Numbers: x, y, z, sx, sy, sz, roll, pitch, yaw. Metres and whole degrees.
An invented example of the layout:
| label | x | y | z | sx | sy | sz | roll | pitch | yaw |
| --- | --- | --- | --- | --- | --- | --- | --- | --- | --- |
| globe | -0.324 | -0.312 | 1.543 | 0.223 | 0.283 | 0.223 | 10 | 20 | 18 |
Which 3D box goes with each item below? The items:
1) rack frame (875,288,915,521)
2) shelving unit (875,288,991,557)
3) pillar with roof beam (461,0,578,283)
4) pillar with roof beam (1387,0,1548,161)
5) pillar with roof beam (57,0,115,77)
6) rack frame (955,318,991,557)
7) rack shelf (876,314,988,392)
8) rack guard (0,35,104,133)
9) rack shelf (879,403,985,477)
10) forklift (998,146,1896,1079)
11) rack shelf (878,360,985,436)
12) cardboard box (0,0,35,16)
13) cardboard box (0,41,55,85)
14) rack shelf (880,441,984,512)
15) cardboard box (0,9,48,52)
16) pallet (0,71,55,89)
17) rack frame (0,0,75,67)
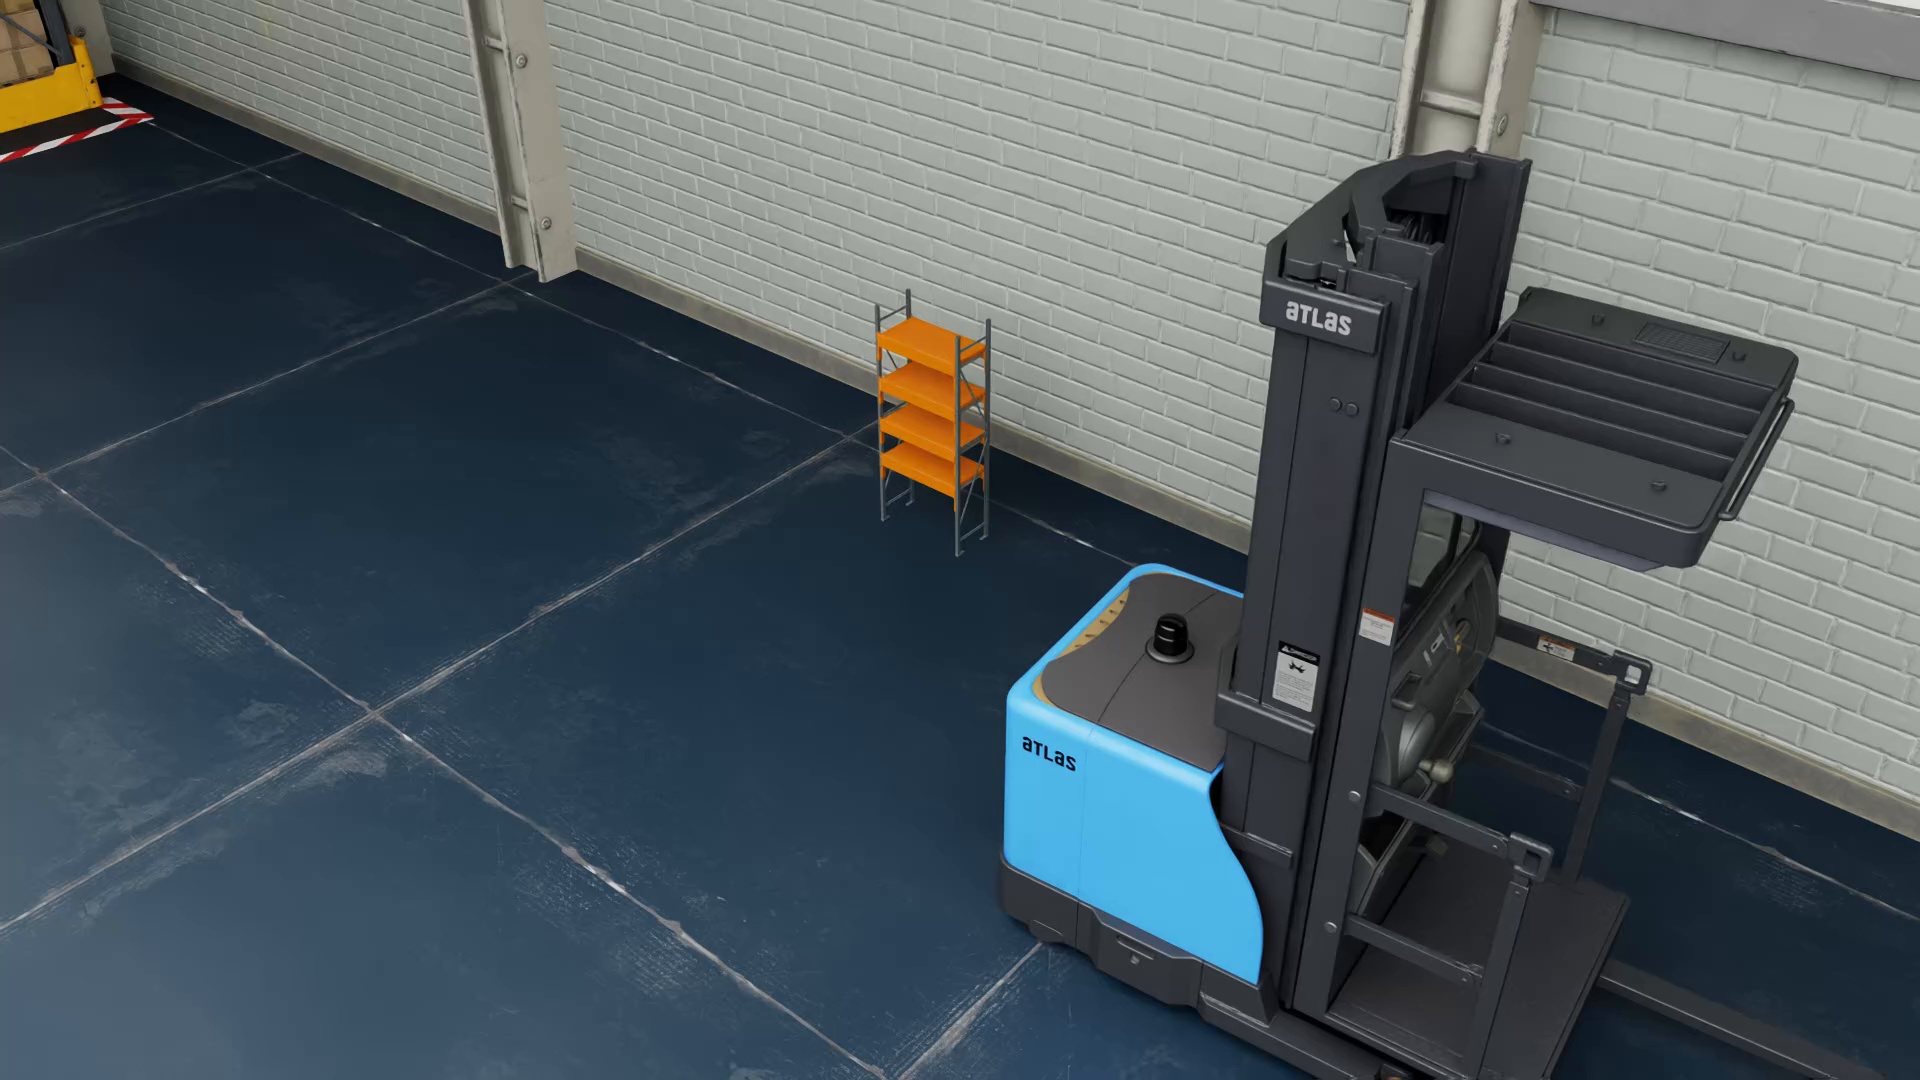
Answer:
| label | x | y | z | sx | sy | sz | roll | pitch | yaw |
| --- | --- | --- | --- | --- | --- | --- | --- | --- | --- |
| rack frame | -0.315 | -0.643 | 8.126 | 0.015 | 1.200 | 0.240 | 25 | 42 | 32 |
| shelving unit | -0.127 | -0.555 | 7.998 | 0.503 | 1.200 | 0.258 | 25 | 42 | 32 |
| pillar with roof beam | -5.470 | -3.619 | 5.571 | 0.400 | 9.000 | 9.100 | 25 | 42 | 32 |
| pillar with roof beam | -0.859 | -1.446 | 2.407 | 0.400 | 9.000 | 9.100 | 25 | 42 | 32 |
| pillar with roof beam | -10.081 | -5.793 | 8.736 | 0.400 | 9.000 | 9.100 | 25 | 42 | 32 |
| rack frame | 0.060 | -0.466 | 7.869 | 0.015 | 1.200 | 0.240 | 25 | 42 | 32 |
| rack shelf | -0.127 | -0.878 | 7.775 | 0.480 | 0.148 | 0.258 | 25 | 42 | 32 |
| rack guard | -7.350 | -3.509 | 12.918 | 0.348 | 0.500 | 1.175 | 25 | 42 | 32 |
| rack shelf | -0.127 | -0.499 | 8.036 | 0.480 | 0.148 | 0.258 | 25 | 42 | 32 |
| forklift | 1.649 | 0.436 | 5.026 | 3.031 | 2.935 | 1.130 | 21 | 40 | 28 |
| rack shelf | -0.127 | -0.683 | 7.909 | 0.480 | 0.148 | 0.258 | 25 | 42 | 32 |
| cardboard box | -7.616 | -4.257 | 12.973 | 0.500 | 0.250 | 0.500 | 25 | 41 | 31 |
| cardboard box | -7.620 | -3.851 | 13.266 | 0.500 | 0.250 | 0.500 | 25 | 42 | 32 |
| rack shelf | -0.127 | -0.335 | 8.148 | 0.480 | 0.148 | 0.258 | 25 | 42 | 32 |
| cardboard box | -7.597 | -4.055 | 13.121 | 0.500 | 0.250 | 0.500 | 26 | 42 | 33 |
| pallet | -7.983 | -3.658 | 13.390 | 1.213 | 0.211 | 1.003 | 25 | 42 | 32 |
| rack frame | -7.368 | -4.548 | 12.223 | 0.127 | 3.000 | 1.000 | 25 | 42 | 32 |
